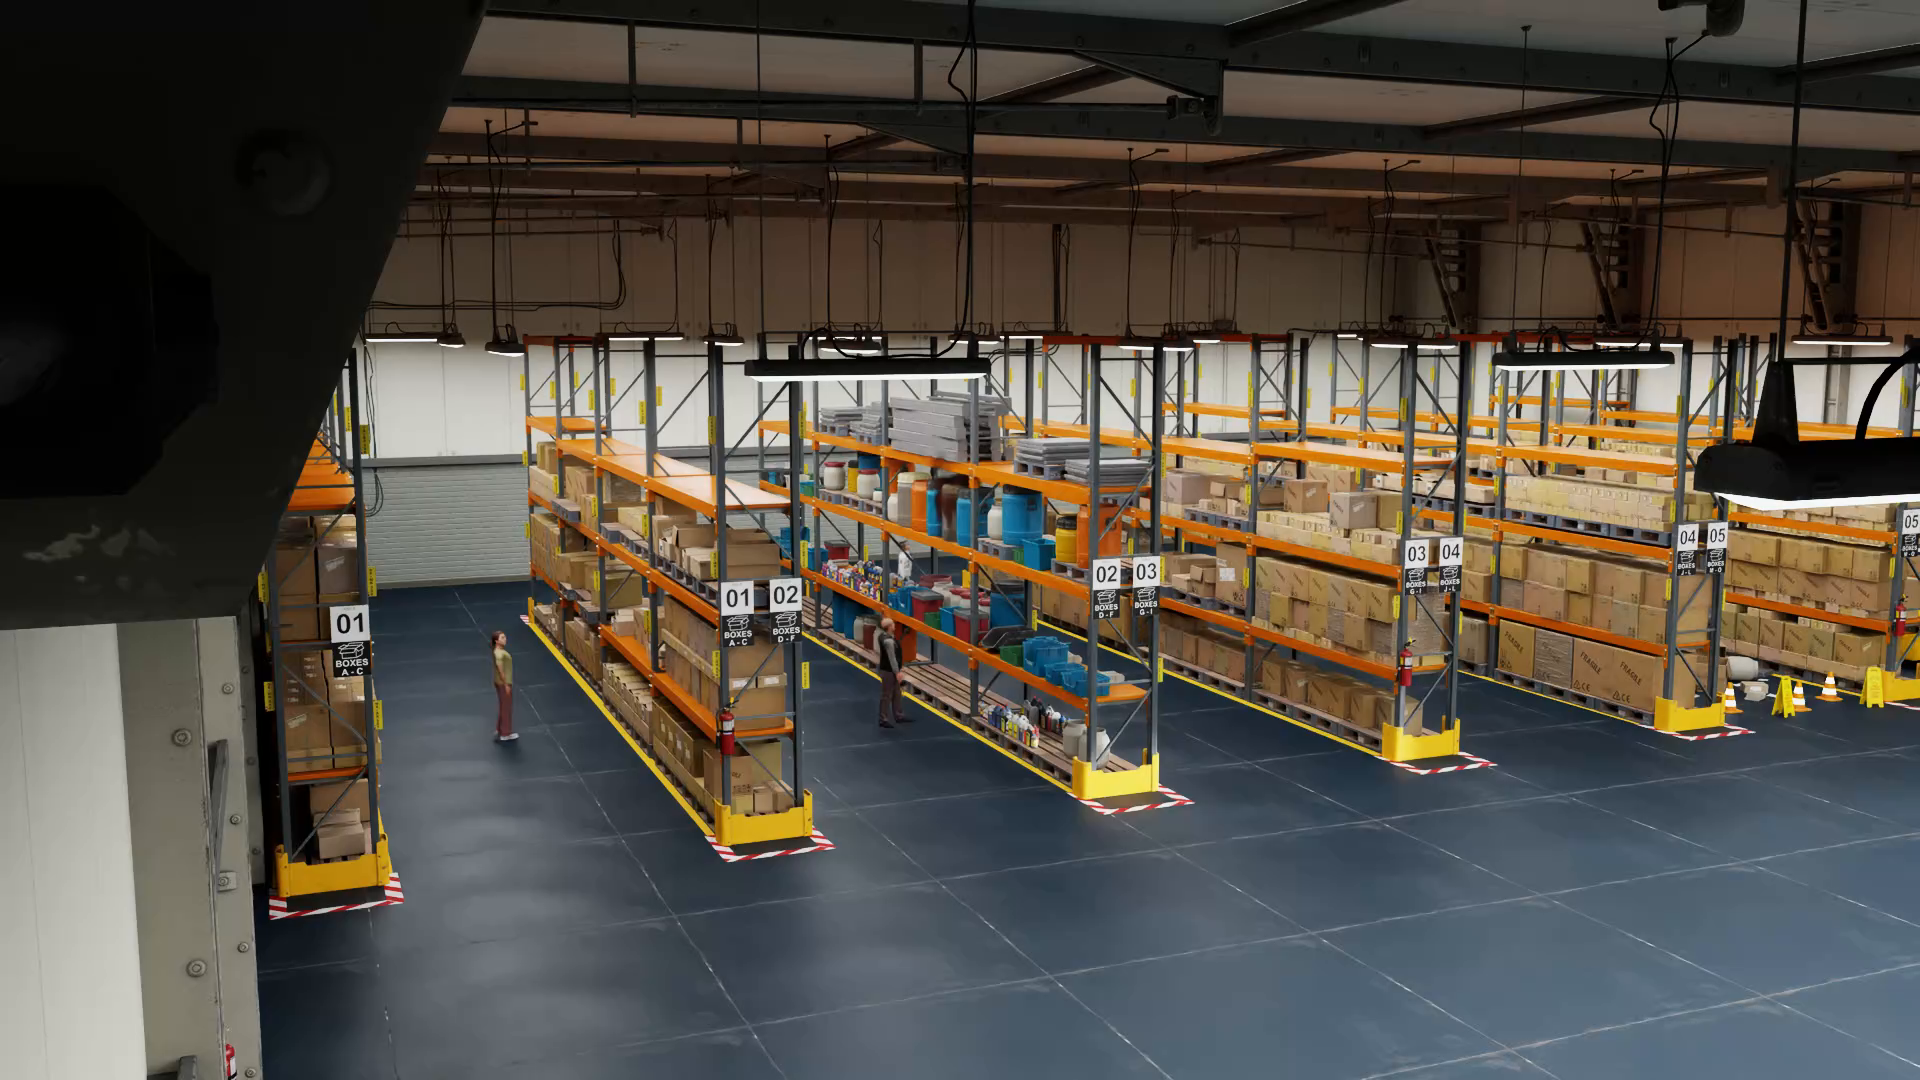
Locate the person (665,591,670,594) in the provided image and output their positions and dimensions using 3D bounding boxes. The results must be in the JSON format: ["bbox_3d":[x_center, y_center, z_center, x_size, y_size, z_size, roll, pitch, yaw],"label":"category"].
[{"bbox_3d":[-6.433,0.686,35.850,0.620,1.713,1.133,-3,8,-24],"label":"person"}]

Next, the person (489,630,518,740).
[{"bbox_3d":[-6.876,2.183,25.044,0.390,1.688,0.485,-5,9,-32],"label":"person"}]

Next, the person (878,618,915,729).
[{"bbox_3d":[-0.994,2.037,25.669,0.567,1.711,0.597,0,8,0],"label":"person"}]

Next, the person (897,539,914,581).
[{"bbox_3d":[-1.111,0.802,35.410,0.532,1.701,0.515,1,8,7],"label":"person"}]
